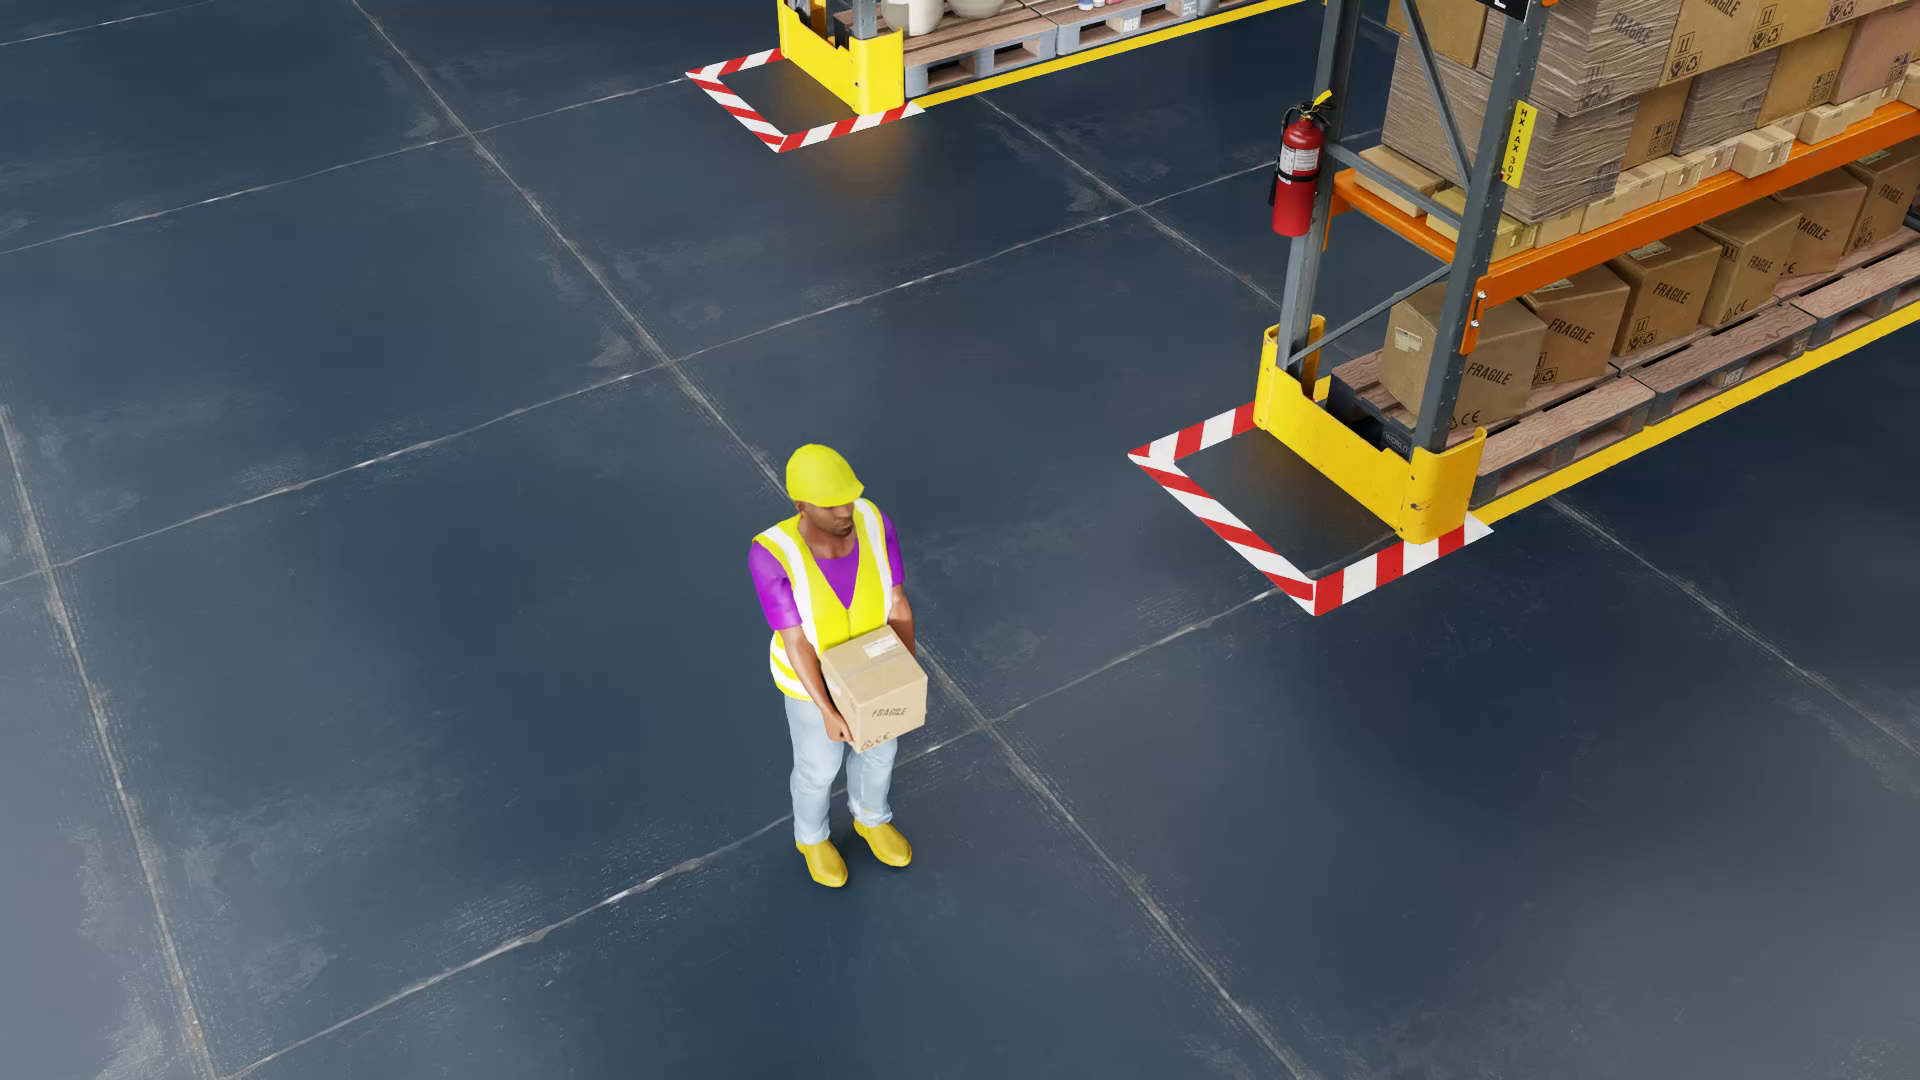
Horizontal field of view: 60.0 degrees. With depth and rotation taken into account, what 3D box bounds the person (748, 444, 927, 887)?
[{"bbox_3d":[-0.362,0.486,5.576,0.503,1.760,0.577,-22,45,-23],"label":"person"}]
